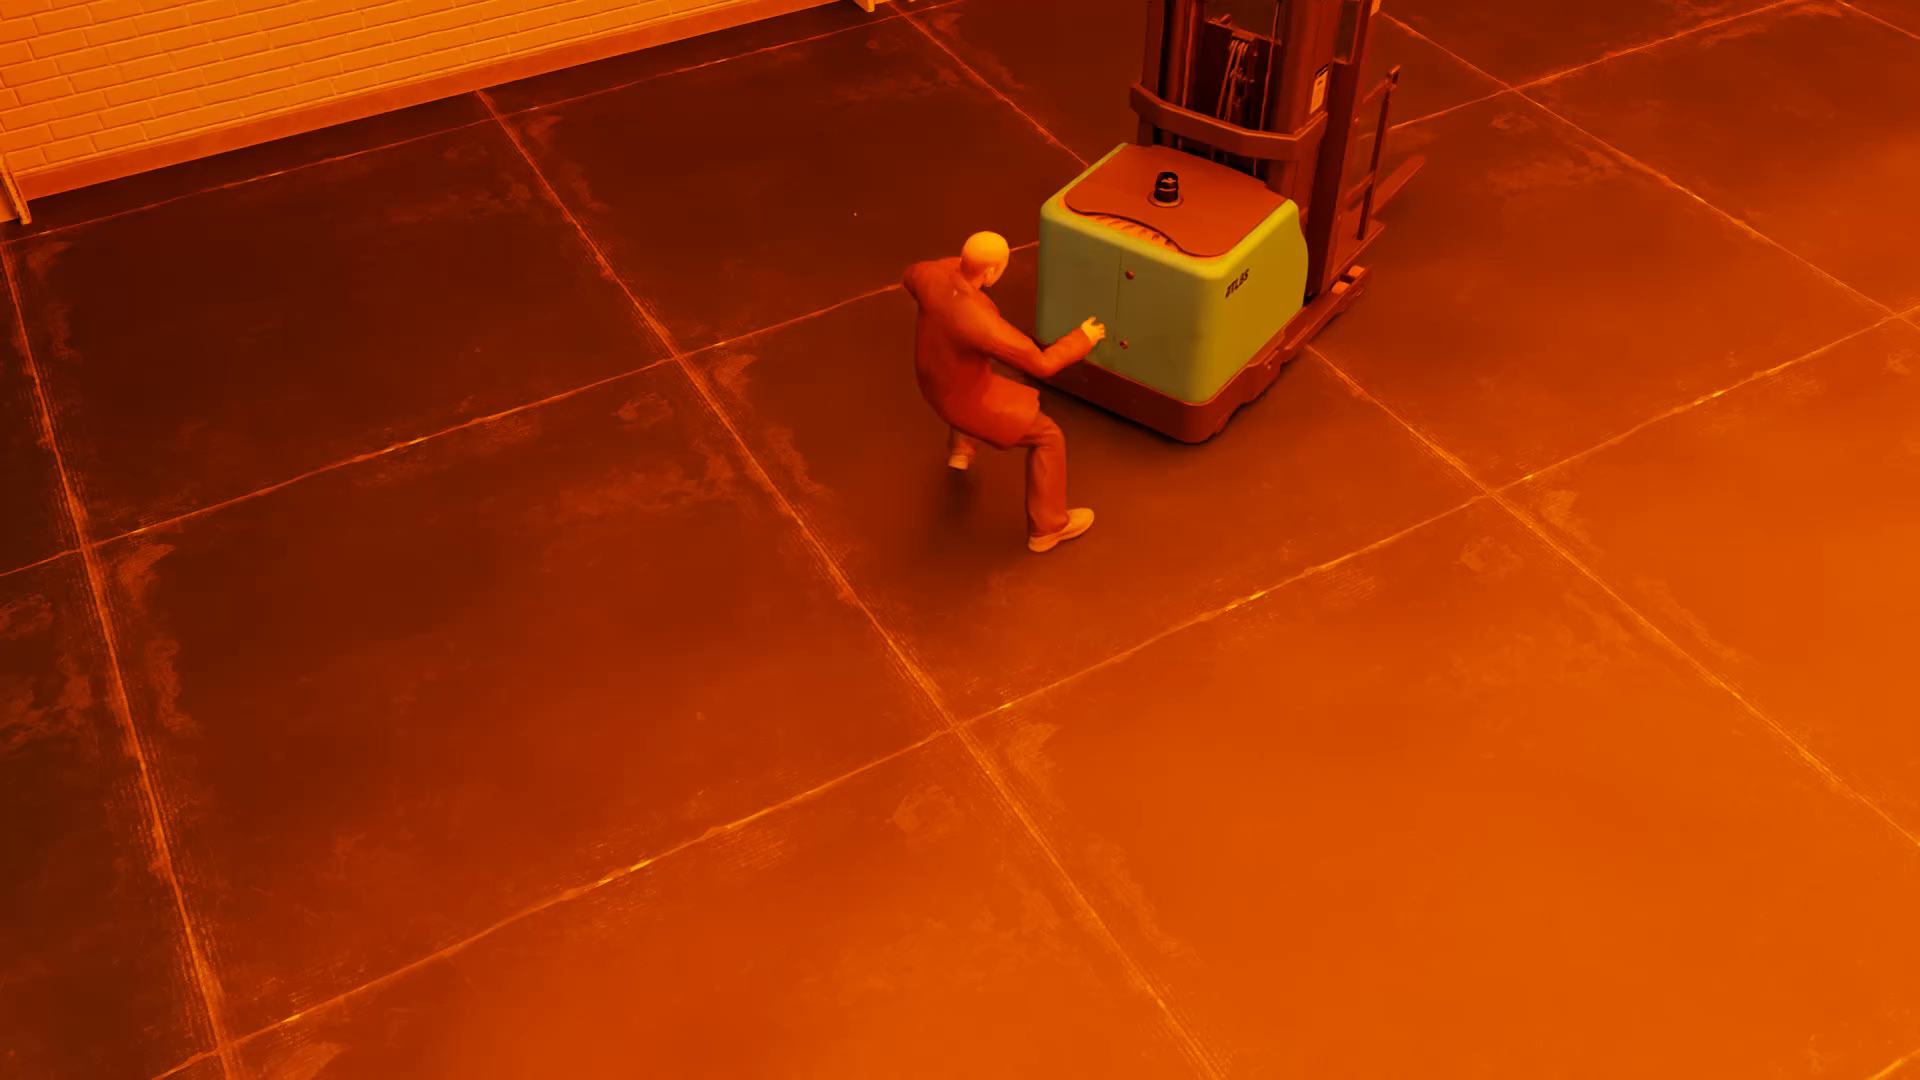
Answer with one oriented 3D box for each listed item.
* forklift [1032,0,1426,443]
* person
[{"bbox_3d":[1.646,-2.517,8.412,1.130,2.935,3.031,26,49,26],"label":"forklift"},{"bbox_3d":[0.174,-0.809,7.574,0.786,1.561,0.986,-27,49,-26],"label":"person"}]
